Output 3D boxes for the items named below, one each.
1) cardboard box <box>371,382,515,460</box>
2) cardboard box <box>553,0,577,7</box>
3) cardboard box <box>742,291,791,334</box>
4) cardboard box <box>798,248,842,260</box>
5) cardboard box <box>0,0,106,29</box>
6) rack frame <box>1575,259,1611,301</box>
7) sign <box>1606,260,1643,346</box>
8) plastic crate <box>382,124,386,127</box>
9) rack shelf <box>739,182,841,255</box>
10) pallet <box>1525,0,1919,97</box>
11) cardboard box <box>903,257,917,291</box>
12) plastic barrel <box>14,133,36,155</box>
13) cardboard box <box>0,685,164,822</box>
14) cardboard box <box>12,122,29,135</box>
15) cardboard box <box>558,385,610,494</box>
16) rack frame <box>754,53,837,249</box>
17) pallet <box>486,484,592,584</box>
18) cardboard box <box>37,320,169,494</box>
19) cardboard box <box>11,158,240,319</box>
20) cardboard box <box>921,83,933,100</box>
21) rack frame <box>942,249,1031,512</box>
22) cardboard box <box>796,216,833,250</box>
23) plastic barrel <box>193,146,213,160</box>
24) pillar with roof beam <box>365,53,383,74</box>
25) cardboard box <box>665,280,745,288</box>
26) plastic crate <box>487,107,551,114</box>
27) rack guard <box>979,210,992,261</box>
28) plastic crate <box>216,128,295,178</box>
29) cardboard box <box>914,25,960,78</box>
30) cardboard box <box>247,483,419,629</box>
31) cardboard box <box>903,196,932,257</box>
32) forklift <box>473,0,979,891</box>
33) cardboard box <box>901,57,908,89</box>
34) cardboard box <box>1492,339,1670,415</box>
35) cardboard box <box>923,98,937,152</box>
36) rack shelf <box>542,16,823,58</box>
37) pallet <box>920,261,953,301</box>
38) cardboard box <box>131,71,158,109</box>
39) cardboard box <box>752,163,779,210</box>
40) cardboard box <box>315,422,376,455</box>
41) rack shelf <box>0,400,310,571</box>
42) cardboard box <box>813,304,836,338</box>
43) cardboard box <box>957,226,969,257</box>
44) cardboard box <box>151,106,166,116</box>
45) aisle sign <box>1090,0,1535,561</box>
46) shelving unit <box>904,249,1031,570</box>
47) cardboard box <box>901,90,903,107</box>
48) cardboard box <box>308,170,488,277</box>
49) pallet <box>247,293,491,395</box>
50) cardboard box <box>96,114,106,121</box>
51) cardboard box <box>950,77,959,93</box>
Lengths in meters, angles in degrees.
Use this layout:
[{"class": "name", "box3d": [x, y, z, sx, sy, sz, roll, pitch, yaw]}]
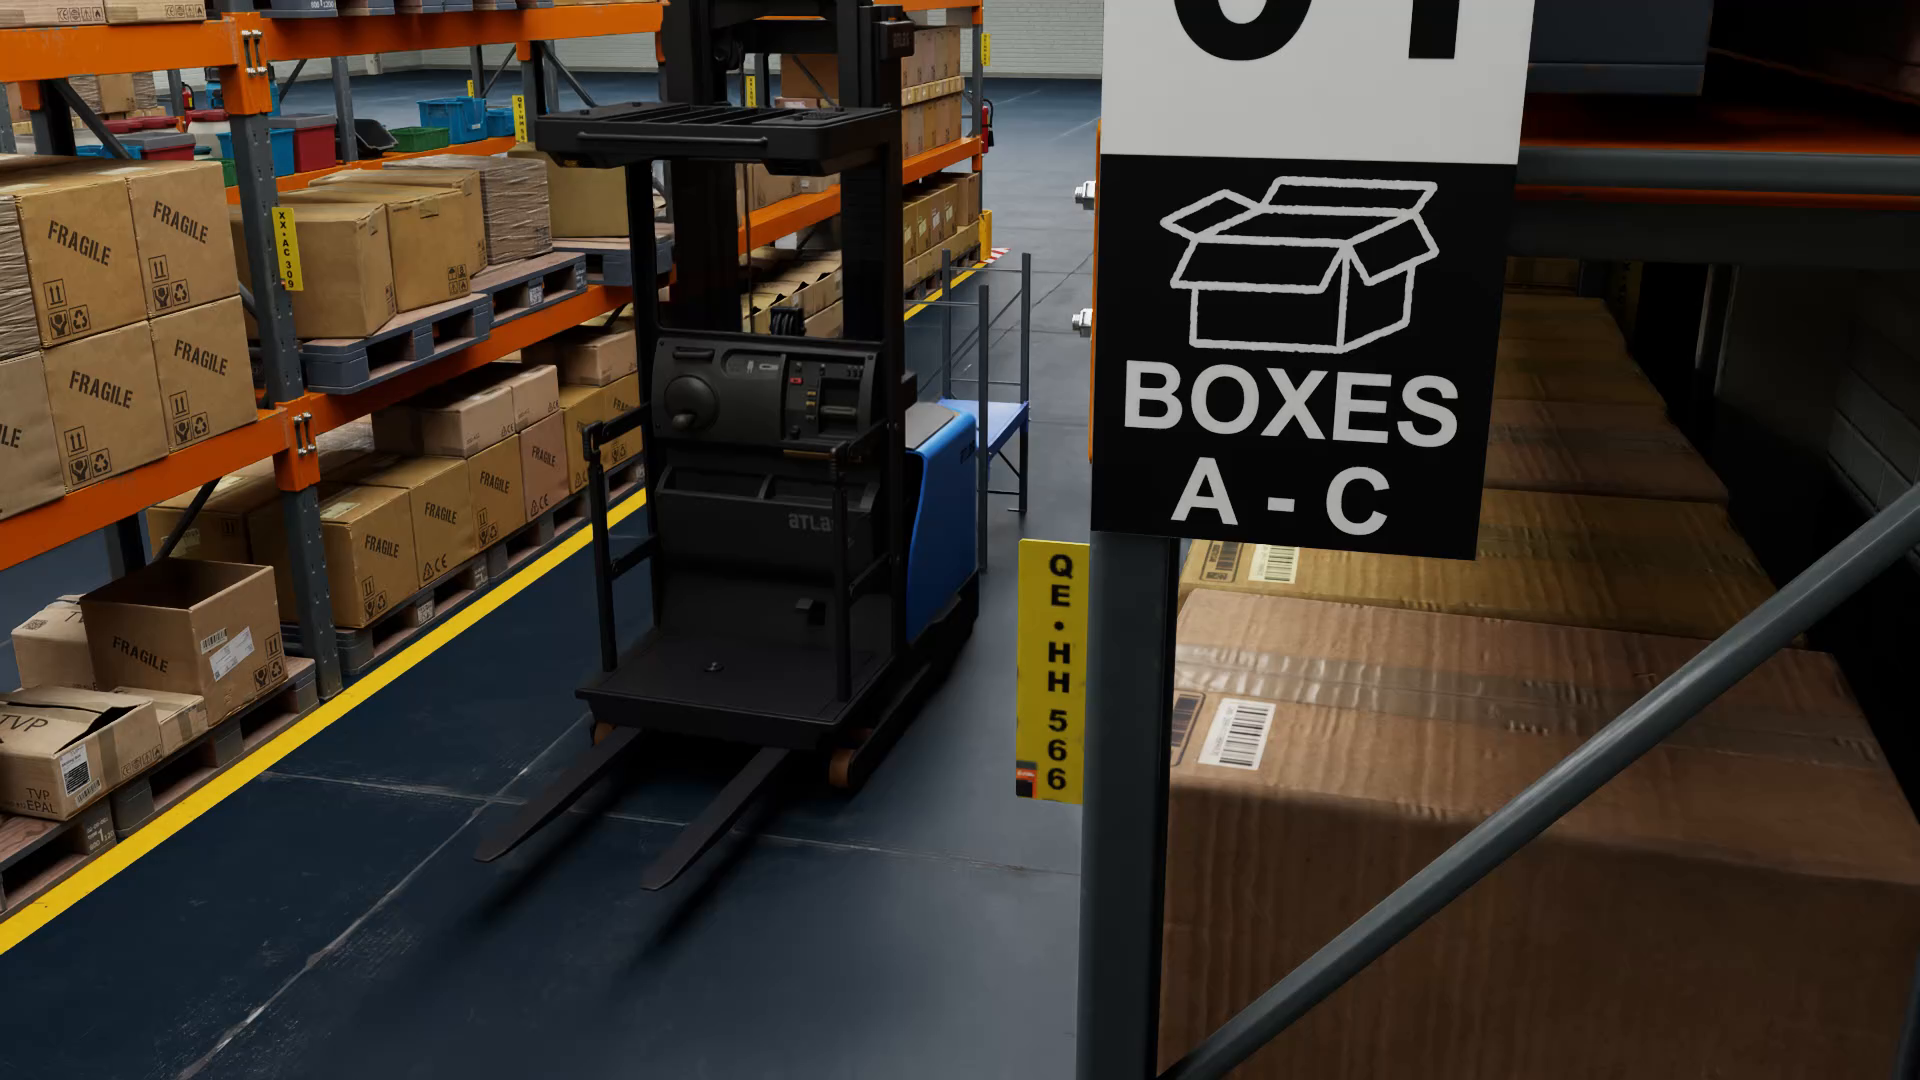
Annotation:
[{"class": "cardboard box", "box3d": [-2.590, -0.606, 8.346, 0.500, 0.250, 0.500, 5, 19, 13]}, {"class": "cardboard box", "box3d": [-2.537, -3.038, 8.646, 0.910, 0.500, 0.500, 5, 19, 13]}, {"class": "cardboard box", "box3d": [-1.552, -1.662, 12.150, 0.500, 0.311, 0.500, 4, 19, 12]}, {"class": "cardboard box", "box3d": [-1.055, -2.300, 14.019, 0.500, 0.311, 0.500, 5, 19, 13]}, {"class": "cardboard box", "box3d": [-3.182, -1.799, 5.405, 0.500, 0.250, 0.500, 5, 19, 13]}, {"class": "rack frame", "box3d": [1.616, -0.390, 5.688, 1.000, 3.000, 0.127, 5, 19, 13]}, {"class": "sign", "box3d": [2.154, -0.793, 5.408, 0.100, 0.325, 0.005, 5, 19, 13]}, {"class": "plastic crate", "box3d": [-6.029, -3.977, 16.422, 0.499, 0.251, 0.616, 5, 19, 13]}, {"class": "rack shelf", "box3d": [-1.723, -2.320, 12.452, 1.077, 0.370, 4.000, 5, 19, 13]}, {"class": "pallet", "box3d": [0.810, -0.747, 2.230, 1.003, 0.211, 1.213, 5, 19, 13]}, {"class": "cardboard box", "box3d": [-0.700, -2.462, 15.360, 0.500, 0.250, 0.500, 5, 19, 13]}, {"class": "plastic barrel", "box3d": [-6.969, -2.818, 12.624, 0.421, 0.512, 0.421, 0, 19, 0]}, {"class": "cardboard box", "box3d": [-3.236, 0.721, 5.916, 0.500, 0.311, 0.500, 5, 19, 13]}, {"class": "cardboard box", "box3d": [-10.213, -4.389, 17.786, 0.380, 0.149, 0.250, 5, 19, 13]}, {"class": "cardboard box", "box3d": [-2.339, -0.585, 9.446, 0.500, 0.500, 0.500, 4, 19, 11]}, {"class": "rack frame", "box3d": [-1.234, -3.287, 14.171, 1.000, 3.000, 0.127, 5, 19, 13]}, {"class": "pallet", "box3d": [-2.731, -0.102, 9.158, 1.003, 0.211, 1.213, 5, 19, 13]}, {"class": "cardboard box", "box3d": [-3.187, -0.488, 5.822, 0.500, 0.500, 0.500, 5, 20, 15]}, {"class": "cardboard box", "box3d": [-3.061, -1.121, 6.128, 0.500, 0.500, 0.500, 5, 19, 14]}, {"class": "cardboard box", "box3d": [-0.480, -4.354, 16.137, 0.380, 0.149, 0.250, 5, 20, 15]}, {"class": "rack frame", "box3d": [0.145, -0.896, 9.490, 0.500, 1.500, 0.032, 5, 19, 13]}, {"class": "cardboard box", "box3d": [-1.199, -2.858, 15.358, 0.500, 0.500, 0.500, 5, 19, 13]}, {"class": "plastic barrel", "box3d": [-6.509, -3.211, 14.163, 0.301, 0.262, 0.301, 0, 19, 0]}, {"class": "pillar with roof beam", "box3d": [-13.826, -18.253, 48.704, 9.100, 9.000, 0.400, 5, 19, 13]}, {"class": "cardboard box", "box3d": [-1.951, -1.858, 12.724, 0.500, 0.311, 0.500, 5, 20, 15]}, {"class": "plastic crate", "box3d": [-4.891, -4.682, 18.486, 0.499, 0.251, 0.616, 5, 19, 13]}, {"class": "rack guard", "box3d": [-0.251, -3.365, 18.267, 1.175, 0.500, 0.348, 5, 19, 13]}, {"class": "plastic crate", "box3d": [-6.004, -3.302, 14.238, 0.392, 0.384, 0.575, 5, 19, 13]}, {"class": "cardboard box", "box3d": [-0.396, -5.040, 17.141, 0.700, 0.500, 0.500, 5, 19, 14]}, {"class": "cardboard box", "box3d": [-2.834, 0.063, 7.550, 0.500, 0.500, 0.500, 4, 19, 11]}, {"class": "cardboard box", "box3d": [-0.573, -2.974, 15.697, 0.500, 0.500, 0.500, 5, 19, 13]}, {"class": "forklift", "box3d": [-0.833, -0.569, 6.318, 1.130, 2.935, 3.031, 6, 20, 16]}, {"class": "cardboard box", "box3d": [-0.887, -4.403, 15.277, 0.700, 0.500, 0.500, 5, 19, 13]}, {"class": "cardboard box", "box3d": [1.284, -0.134, 4.477, 0.980, 0.700, 0.700, 4, 19, 12]}, {"class": "cardboard box", "box3d": [-0.634, -4.123, 16.462, 0.700, 0.500, 0.500, 5, 19, 14]}, {"class": "rack shelf", "box3d": [-1.723, -3.739, 11.967, 1.077, 0.370, 4.000, 5, 19, 13]}, {"class": "pallet", "box3d": [-0.703, -2.597, 16.464, 1.003, 0.211, 1.213, 5, 19, 13]}, {"class": "cardboard box", "box3d": [-10.023, -5.342, 19.573, 0.875, 0.500, 0.500, 5, 19, 13]}, {"class": "cardboard box", "box3d": [-1.689, -2.773, 12.511, 0.500, 0.500, 0.500, 5, 19, 13]}, {"class": "cardboard box", "box3d": [-3.094, -0.294, 8.593, 0.500, 0.500, 0.500, 5, 19, 14]}, {"class": "rack shelf", "box3d": [-3.677, 0.188, 5.111, 1.077, 0.370, 4.000, 5, 19, 13]}, {"class": "cardboard box", "box3d": [-1.304, -1.713, 13.166, 0.500, 0.250, 0.500, 5, 20, 15]}, {"class": "cardboard box", "box3d": [-0.212, -3.089, 17.196, 0.500, 0.250, 0.500, 5, 19, 13]}, {"class": "cardboard box", "box3d": [-9.731, -5.100, 19.866, 0.380, 0.149, 0.250, 5, 19, 13]}, {"class": "aisle sign", "box3d": [0.330, -0.367, 1.600, 0.394, 0.787, 0.004, 5, 19, 13]}, {"class": "shelving unit", "box3d": [0.021, -0.736, 9.023, 0.538, 1.500, 1.048, 5, 19, 13]}, {"class": "cardboard box", "box3d": [-0.732, -4.031, 15.189, 0.380, 0.149, 0.250, 4, 19, 12]}, {"class": "cardboard box", "box3d": [-2.817, -1.584, 8.381, 0.700, 0.500, 0.500, 0, 19, -1]}, {"class": "pallet", "box3d": [-2.888, -0.931, 7.569, 1.003, 0.211, 1.213, 5, 19, 13]}, {"class": "cardboard box", "box3d": [-9.982, -4.787, 18.950, 0.380, 0.149, 0.250, 5, 19, 13]}, {"class": "cardboard box", "box3d": [-0.228, -4.678, 17.085, 0.380, 0.149, 0.250, 5, 20, 15]}]
